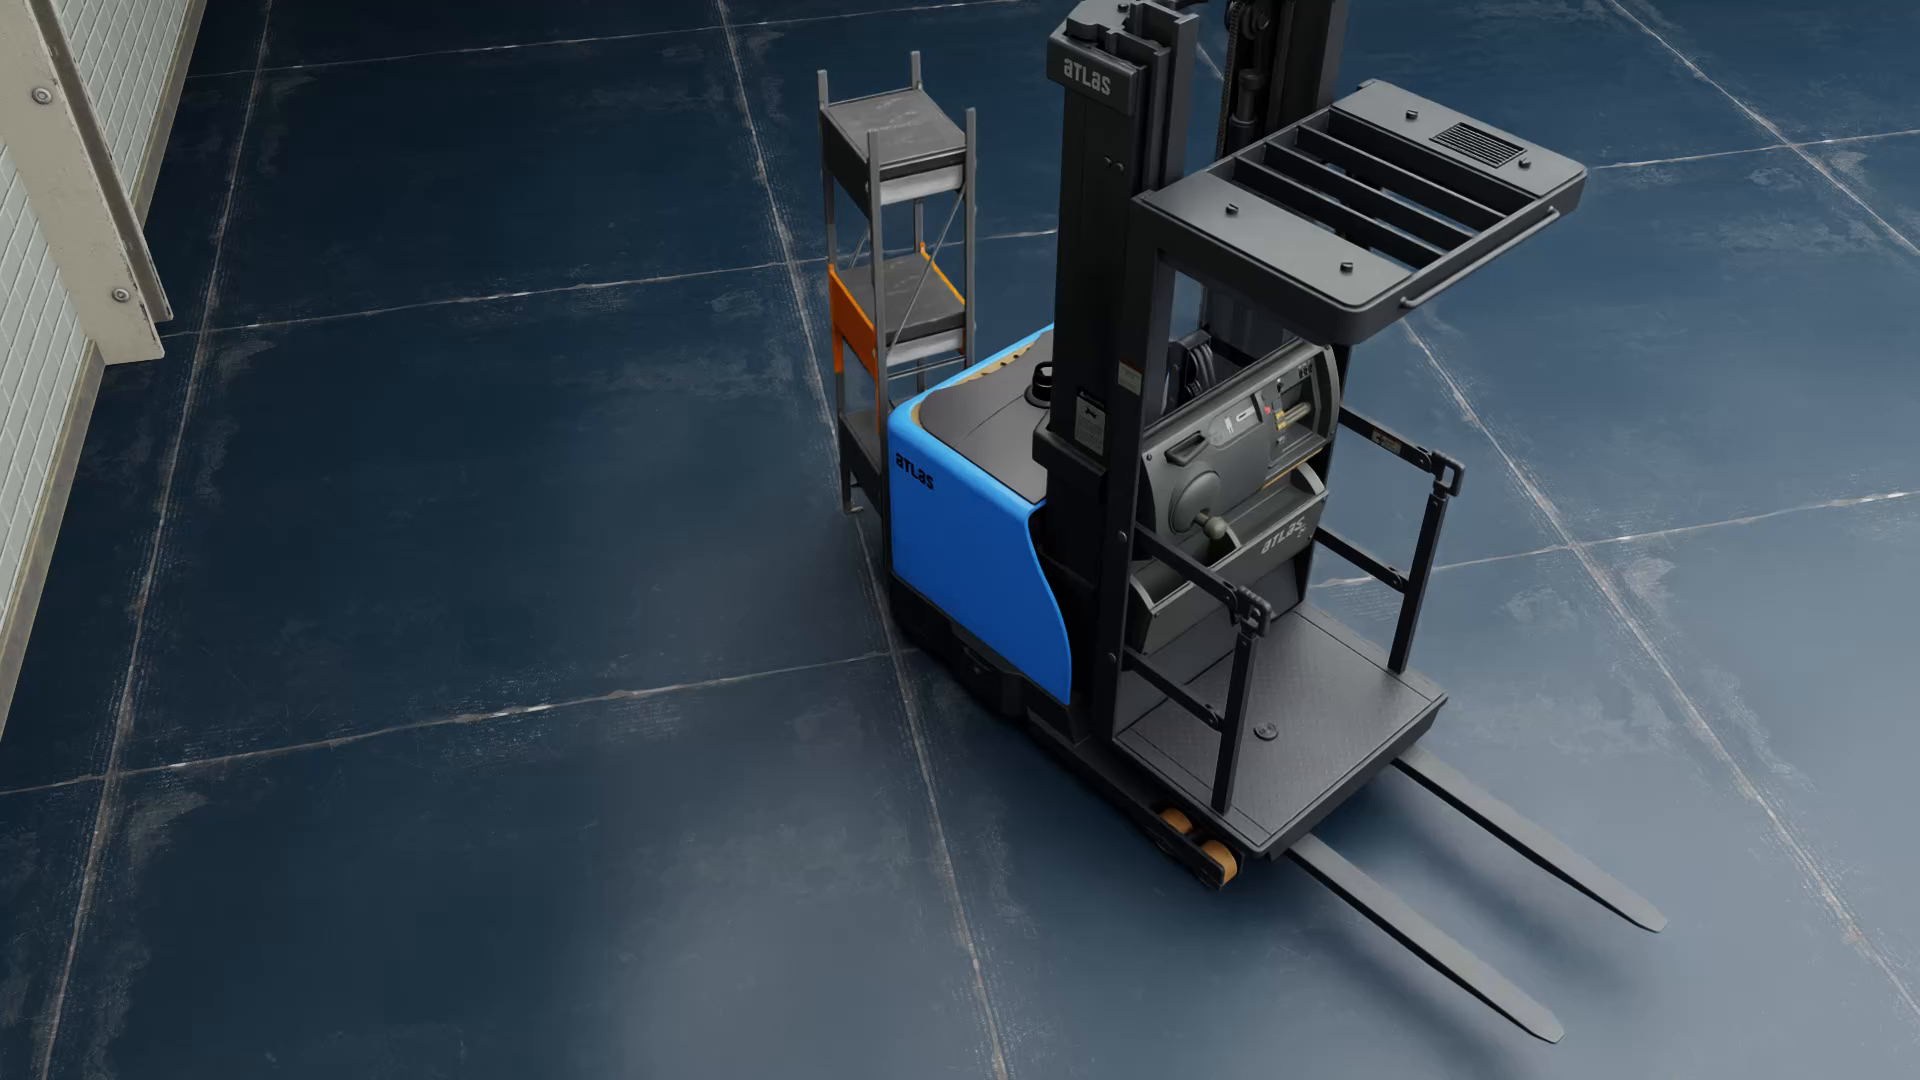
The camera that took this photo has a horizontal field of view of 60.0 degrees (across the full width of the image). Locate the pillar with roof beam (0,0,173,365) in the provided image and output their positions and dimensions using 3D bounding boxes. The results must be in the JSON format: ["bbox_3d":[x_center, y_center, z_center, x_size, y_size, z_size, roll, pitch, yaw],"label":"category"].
[{"bbox_3d":[0.047,-4.994,6.098,9.100,9.000,0.400,-8,42,-9],"label":"pillar with roof beam"}]

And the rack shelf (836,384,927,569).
[{"bbox_3d":[-0.231,-0.274,7.052,0.431,0.518,0.480,-17,44,-18],"label":"rack shelf"}]

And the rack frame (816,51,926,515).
[{"bbox_3d":[-0.332,-0.955,6.744,0.400,2.100,0.015,-17,44,-18],"label":"rack frame"}]

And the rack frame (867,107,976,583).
[{"bbox_3d":[-0.131,-0.660,6.412,0.400,2.100,0.015,-17,44,-18],"label":"rack frame"}]

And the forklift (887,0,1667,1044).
[{"bbox_3d":[1.074,-0.260,5.335,1.130,2.935,3.031,-31,50,-30],"label":"forklift"}]

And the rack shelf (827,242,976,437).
[{"bbox_3d":[-0.231,-0.797,6.587,0.431,0.518,0.480,-17,44,-18],"label":"rack shelf"}]

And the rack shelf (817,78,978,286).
[{"bbox_3d":[-0.231,-1.321,6.122,0.431,0.518,0.480,-17,44,-18],"label":"rack shelf"}]

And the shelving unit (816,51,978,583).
[{"bbox_3d":[-0.231,-0.807,6.578,0.431,2.100,0.503,-17,44,-18],"label":"shelving unit"}]
